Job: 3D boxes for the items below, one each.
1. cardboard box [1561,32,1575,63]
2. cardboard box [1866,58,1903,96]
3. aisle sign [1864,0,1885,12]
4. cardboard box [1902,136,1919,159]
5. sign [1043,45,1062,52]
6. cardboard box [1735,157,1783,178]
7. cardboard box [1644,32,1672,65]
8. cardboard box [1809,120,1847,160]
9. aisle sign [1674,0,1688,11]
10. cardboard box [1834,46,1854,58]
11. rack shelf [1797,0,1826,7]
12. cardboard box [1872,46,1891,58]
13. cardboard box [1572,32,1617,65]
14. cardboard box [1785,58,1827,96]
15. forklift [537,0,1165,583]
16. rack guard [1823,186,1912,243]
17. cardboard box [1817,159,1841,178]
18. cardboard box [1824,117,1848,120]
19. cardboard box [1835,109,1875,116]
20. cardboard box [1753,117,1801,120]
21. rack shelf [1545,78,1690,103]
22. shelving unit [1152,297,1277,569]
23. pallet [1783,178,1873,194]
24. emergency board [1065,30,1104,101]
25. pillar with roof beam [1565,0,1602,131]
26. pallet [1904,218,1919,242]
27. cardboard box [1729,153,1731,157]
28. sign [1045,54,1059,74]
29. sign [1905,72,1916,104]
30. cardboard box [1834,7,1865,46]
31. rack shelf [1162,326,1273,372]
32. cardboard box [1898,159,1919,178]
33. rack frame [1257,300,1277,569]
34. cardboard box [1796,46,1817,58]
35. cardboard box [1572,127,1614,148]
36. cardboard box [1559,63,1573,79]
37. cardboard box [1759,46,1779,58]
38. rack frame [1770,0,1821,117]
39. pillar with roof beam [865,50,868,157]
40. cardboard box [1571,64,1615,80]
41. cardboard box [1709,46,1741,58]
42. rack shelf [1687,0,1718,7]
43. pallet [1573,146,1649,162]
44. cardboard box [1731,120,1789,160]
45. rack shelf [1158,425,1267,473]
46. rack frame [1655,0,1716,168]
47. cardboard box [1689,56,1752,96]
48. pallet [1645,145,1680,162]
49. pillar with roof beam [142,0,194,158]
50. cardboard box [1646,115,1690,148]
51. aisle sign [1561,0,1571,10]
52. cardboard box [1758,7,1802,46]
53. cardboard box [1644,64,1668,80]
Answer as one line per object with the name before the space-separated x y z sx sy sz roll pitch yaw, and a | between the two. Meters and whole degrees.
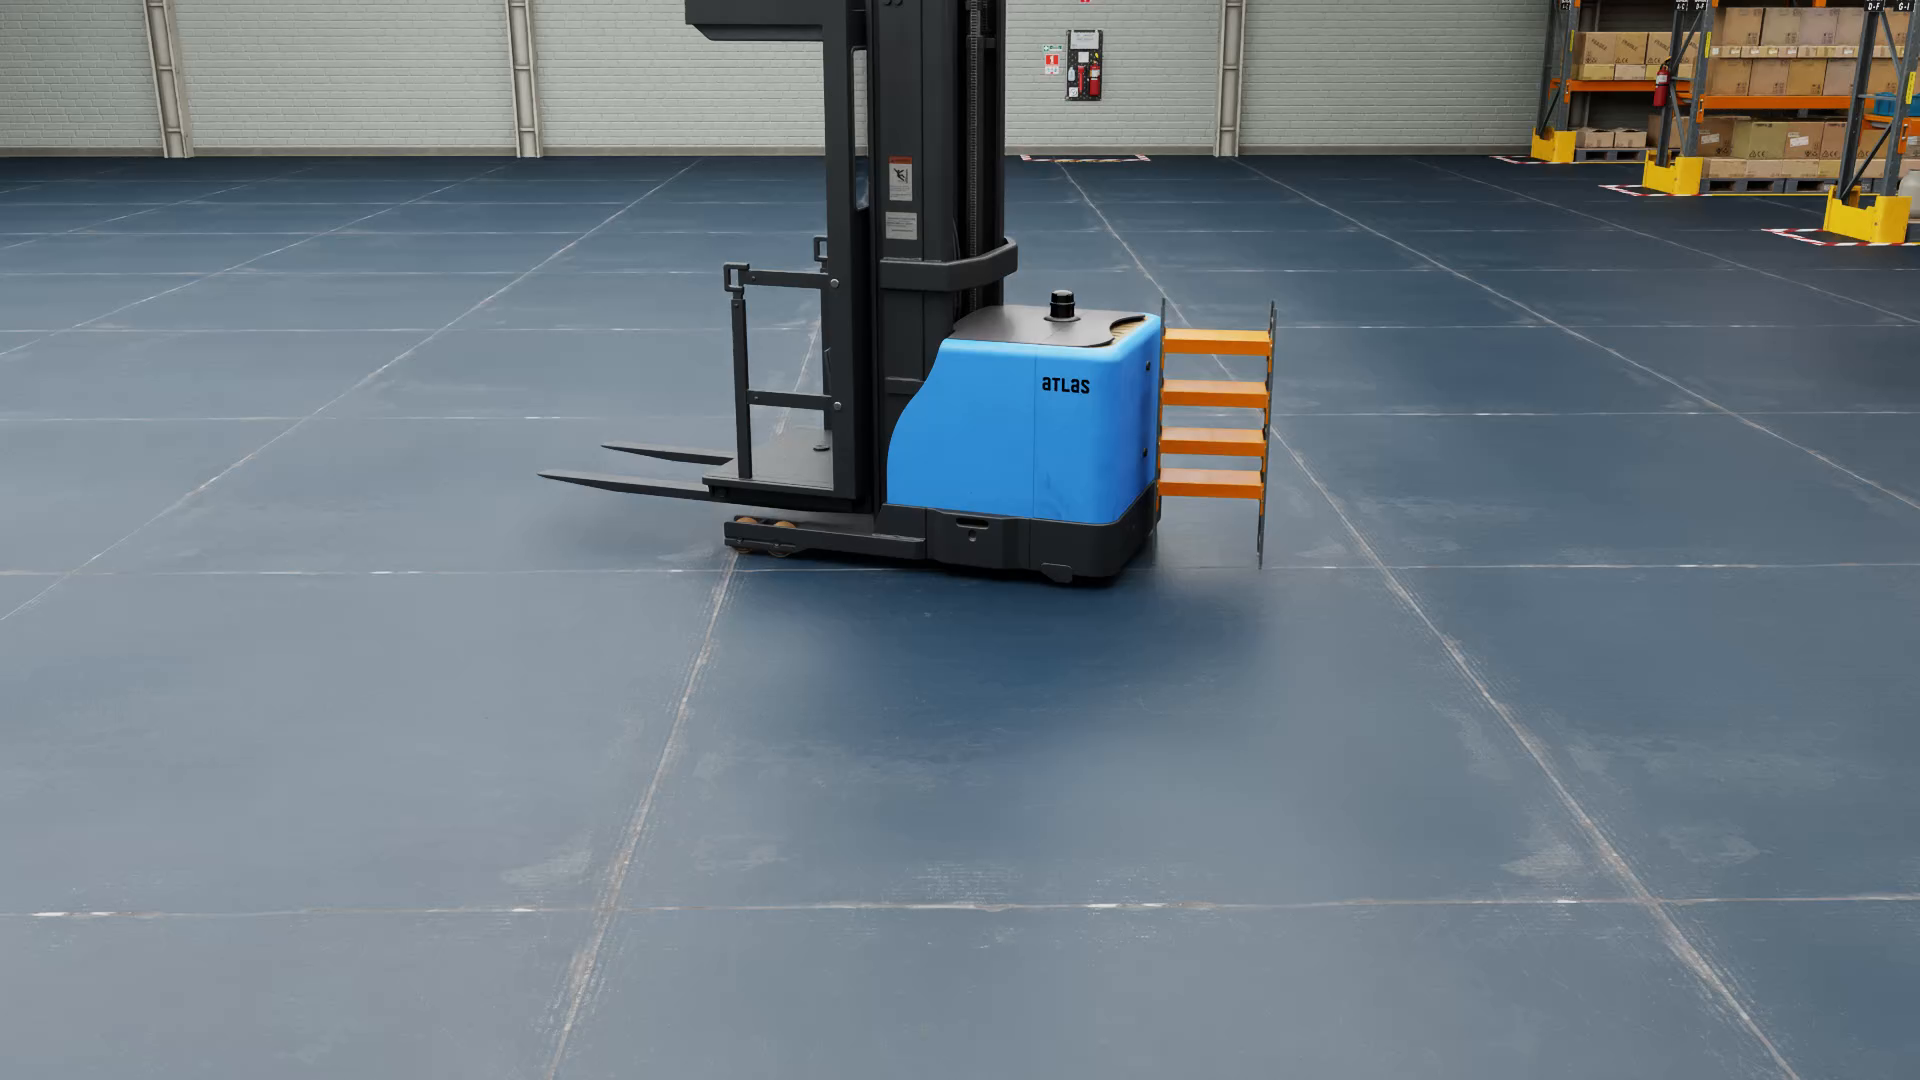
cardboard box | 10.382 -8.217 27.737 0.500 0.500 0.500 0 18 -1
cardboard box | 12.523 -6.399 22.920 0.500 0.500 0.700 0 18 0
aisle sign | 9.993 -6.157 18.074 0.004 0.787 0.394 0 18 -1
cardboard box | 13.035 -5.541 22.996 0.500 0.500 0.500 0 18 -1
sign | 1.579 -8.388 28.360 0.331 0.109 0.001 0 18 -1
cardboard box | 11.035 -5.170 23.069 0.500 0.250 0.500 0 18 -1
cardboard box | 11.407 -8.060 27.248 0.500 0.500 0.500 -1 18 -3
cardboard box | 12.035 -5.530 22.963 0.500 0.500 0.500 0 18 -1
aisle sign | 9.925 -7.669 22.787 0.004 0.787 0.394 0 18 -1
cardboard box | 11.928 -6.641 22.614 0.250 0.149 0.380 0 18 0
rack shelf | 15.913 -8.969 27.364 4.000 0.370 1.077 0 18 -1
cardboard box | 12.457 -6.645 22.626 0.250 0.149 0.380 0 18 1
cardboard box | 10.396 -8.060 27.248 0.500 0.500 0.500 0 18 -1
cardboard box | 11.484 -6.392 22.900 0.500 0.500 0.700 0 18 0
forklift | -0.589 -1.459 7.797 3.031 2.935 1.130 6 19 18
rack guard | 10.145 -3.653 18.617 0.348 0.500 1.175 0 18 -1
cardboard box | 12.035 -5.174 23.079 0.500 0.250 0.500 0 18 -1
cardboard box | 12.527 -5.697 23.483 0.500 0.500 0.500 0 18 -1
cardboard box | 15.089 -7.262 27.919 0.500 0.250 0.500 -1 18 -2
cardboard box | 11.527 -5.692 23.467 0.500 0.500 0.500 0 18 -1
rack shelf | 11.913 -7.522 27.762 4.000 0.370 1.077 0 18 -1
shelving unit | 1.152 -0.484 7.592 0.503 1.200 0.258 2 18 7
pallet | 11.976 -5.035 23.398 1.213 0.211 1.003 0 18 -1
emergency board | 2.129 -8.093 28.365 0.643 1.169 0.194 0 18 -1
pillar with roof beam | 10.668 -9.664 23.441 0.400 9.000 9.100 0 18 -1
pallet | 10.958 -3.518 18.669 1.213 0.211 1.003 0 18 -1
cardboard box | 11.027 -5.331 23.570 0.500 0.250 0.500 0 18 -1
sign | 1.575 -8.139 28.449 0.234 0.329 0.001 0 18 -1
sign | 10.074 -4.792 17.623 0.005 0.325 0.100 0 18 -1
cardboard box | 12.046 -7.015 22.717 0.500 0.500 0.700 0 18 -1
rack shelf | 1.152 -0.858 7.472 0.480 0.148 0.258 2 18 7
cardboard box | 13.035 -5.183 23.108 0.500 0.250 0.500 0 18 -1
rack frame | 1.394 -0.474 7.561 0.015 1.200 0.240 2 18 7
cardboard box | 11.424 -6.640 22.609 0.250 0.149 0.380 -1 18 -3
cardboard box | 10.607 -6.760 27.890 0.500 0.311 0.500 -2 18 -7
cardboard box | 10.378 -7.854 27.833 0.500 0.250 0.500 0 18 0
cardboard box | 10.905 -6.637 22.601 0.250 0.149 0.380 0 18 -1
rack frame | 13.913 -7.874 27.682 0.127 3.000 1.000 0 18 -1
pillar with roof beam | -1.331 -9.606 23.260 0.400 9.000 9.100 0 18 -1
cardboard box | 10.407 -7.698 27.347 0.500 0.250 0.500 -1 18 -2
cardboard box | 10.391 -6.634 22.592 0.250 0.149 0.380 0 18 -1
rack shelf | 11.995 -7.437 22.587 4.000 0.370 1.077 0 18 -1
pallet | 10.803 -6.520 28.028 1.213 0.211 1.003 0 18 -1
cardboard box | 11.035 -5.527 22.953 0.500 0.500 0.500 0 18 -1
rack shelf | 1.152 -0.420 7.613 0.480 0.148 0.258 2 18 7
rack frame | 9.996 -6.342 22.906 0.127 3.000 1.000 0 18 -1
cardboard box | 10.463 -6.388 22.885 0.500 0.500 0.700 0 18 -1
pallet | 12.019 -6.525 28.043 1.213 0.211 1.003 0 18 -1
pillar with roof beam | -13.329 -9.548 23.080 0.400 9.000 9.100 0 18 -1
cardboard box | 11.911 -6.841 27.833 0.500 0.500 0.700 -1 18 -4
aisle sign | 9.847 -9.000 26.938 0.004 0.787 0.394 0 18 -1
cardboard box | 11.041 -7.010 22.701 0.500 0.500 0.700 -1 18 -2
cardboard box | 11.435 -7.705 27.370 0.500 0.250 0.500 -1 18 -2
